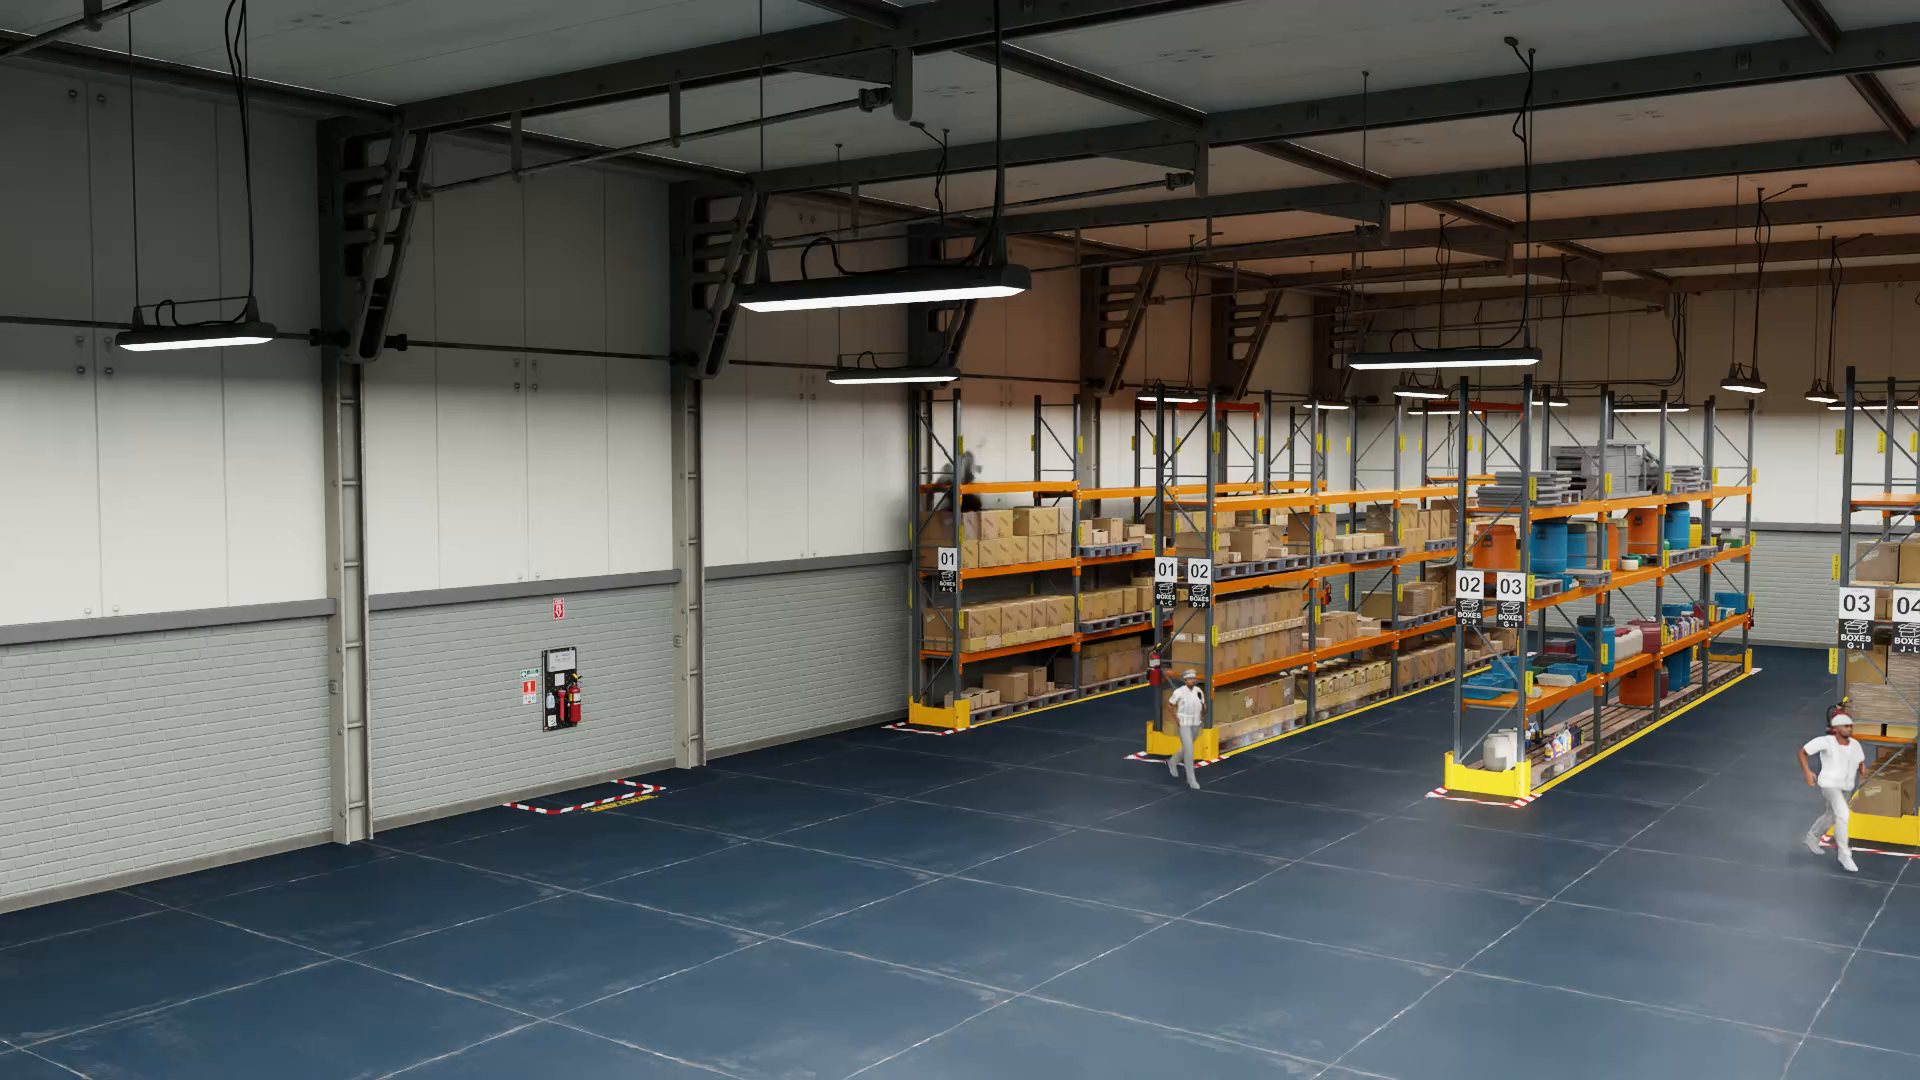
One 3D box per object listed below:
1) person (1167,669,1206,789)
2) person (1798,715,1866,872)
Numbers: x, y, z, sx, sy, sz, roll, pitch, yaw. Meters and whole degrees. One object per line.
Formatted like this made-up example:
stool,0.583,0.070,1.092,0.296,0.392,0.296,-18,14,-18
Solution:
person,3.367,2.741,24.540,0.598,1.713,0.871,-2,4,-26
person,10.510,2.972,19.903,0.703,1.789,0.896,-1,3,-18
